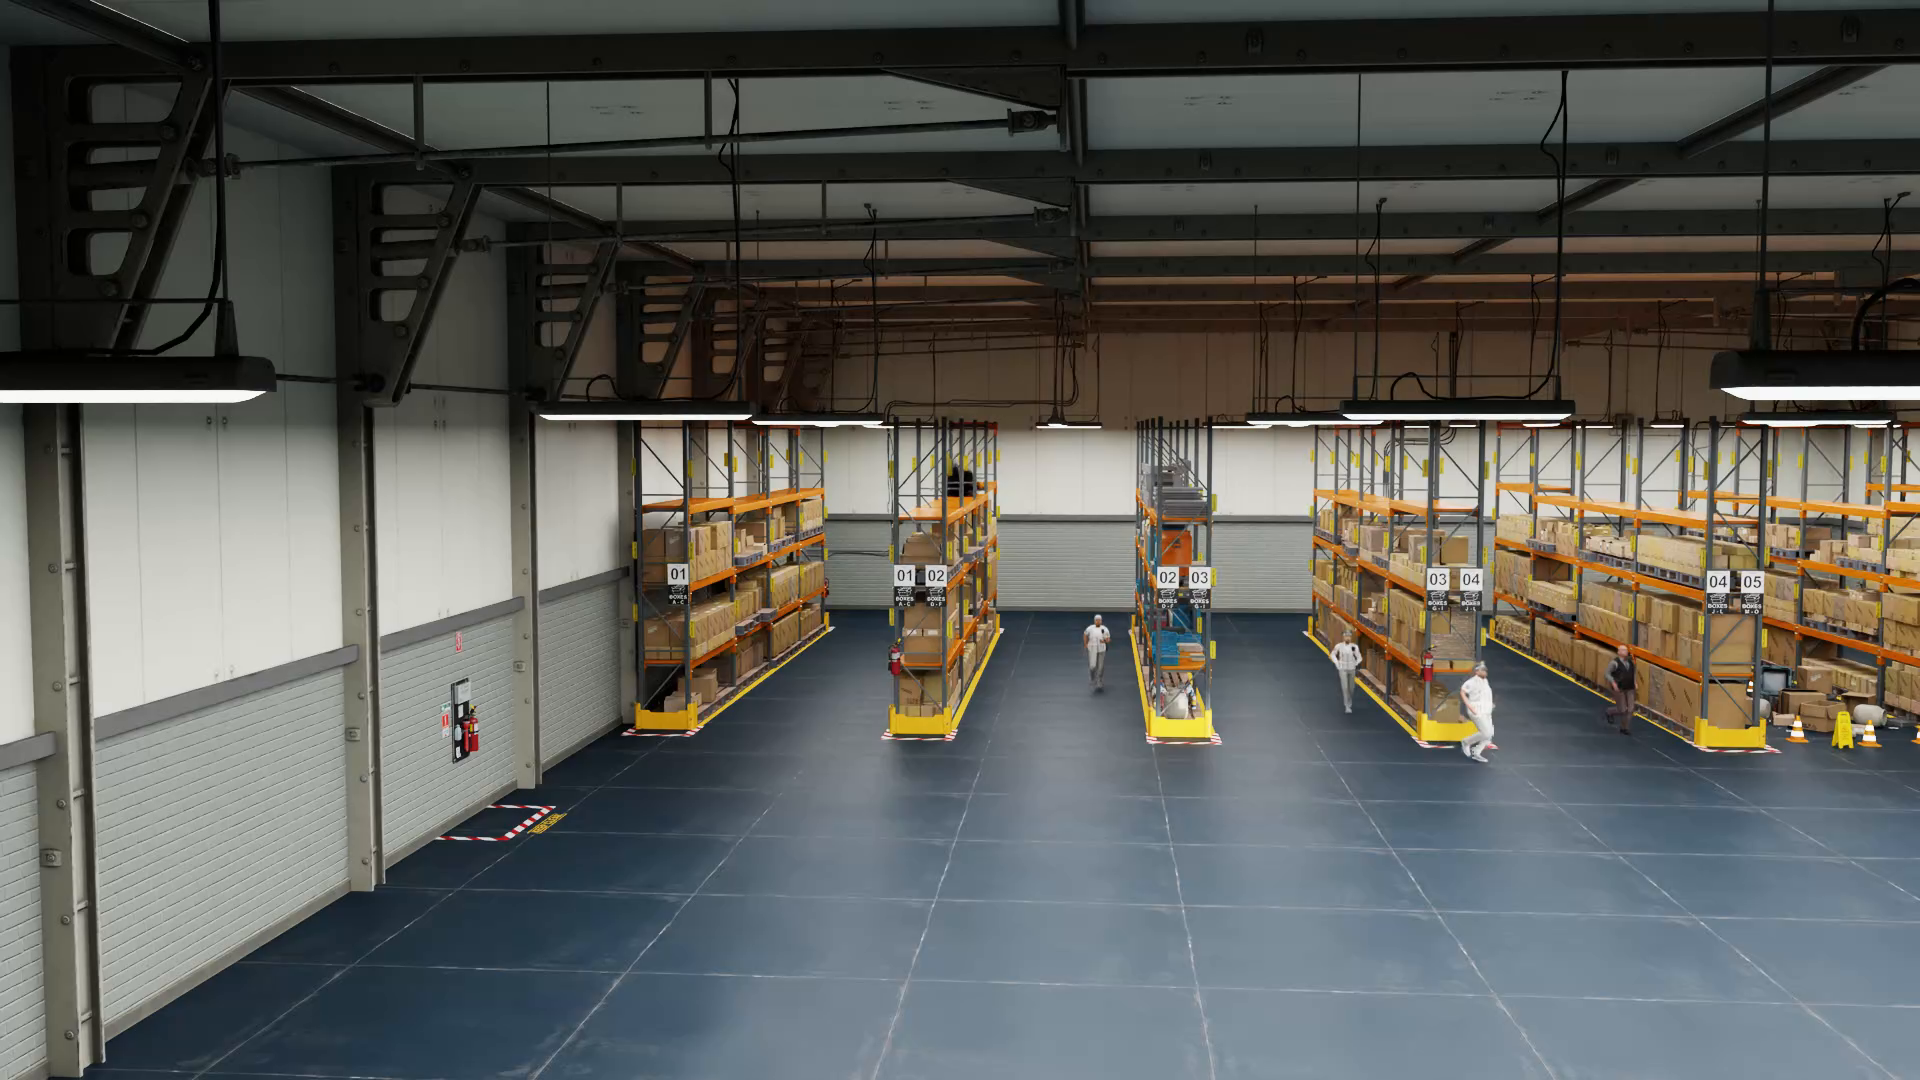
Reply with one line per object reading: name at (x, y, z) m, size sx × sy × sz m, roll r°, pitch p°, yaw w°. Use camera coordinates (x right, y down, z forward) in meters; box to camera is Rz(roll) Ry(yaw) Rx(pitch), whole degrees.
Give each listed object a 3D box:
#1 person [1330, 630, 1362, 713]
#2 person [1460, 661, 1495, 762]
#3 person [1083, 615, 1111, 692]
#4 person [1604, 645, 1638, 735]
person at (7.903, 2.658, 33.999) m, size 0.627 × 1.683 × 0.766 m, roll 0°, pitch 4°, yaw 6°
person at (9.039, 2.977, 28.898) m, size 0.548 × 1.736 × 0.677 m, roll 4°, pitch 5°, yaw 43°
person at (3.031, 2.504, 36.749) m, size 0.576 × 1.716 × 0.720 m, roll 0°, pitch 4°, yaw -1°
person at (12.551, 2.830, 31.546) m, size 0.660 × 1.683 × 0.634 m, roll -1°, pitch 4°, yaw -11°
